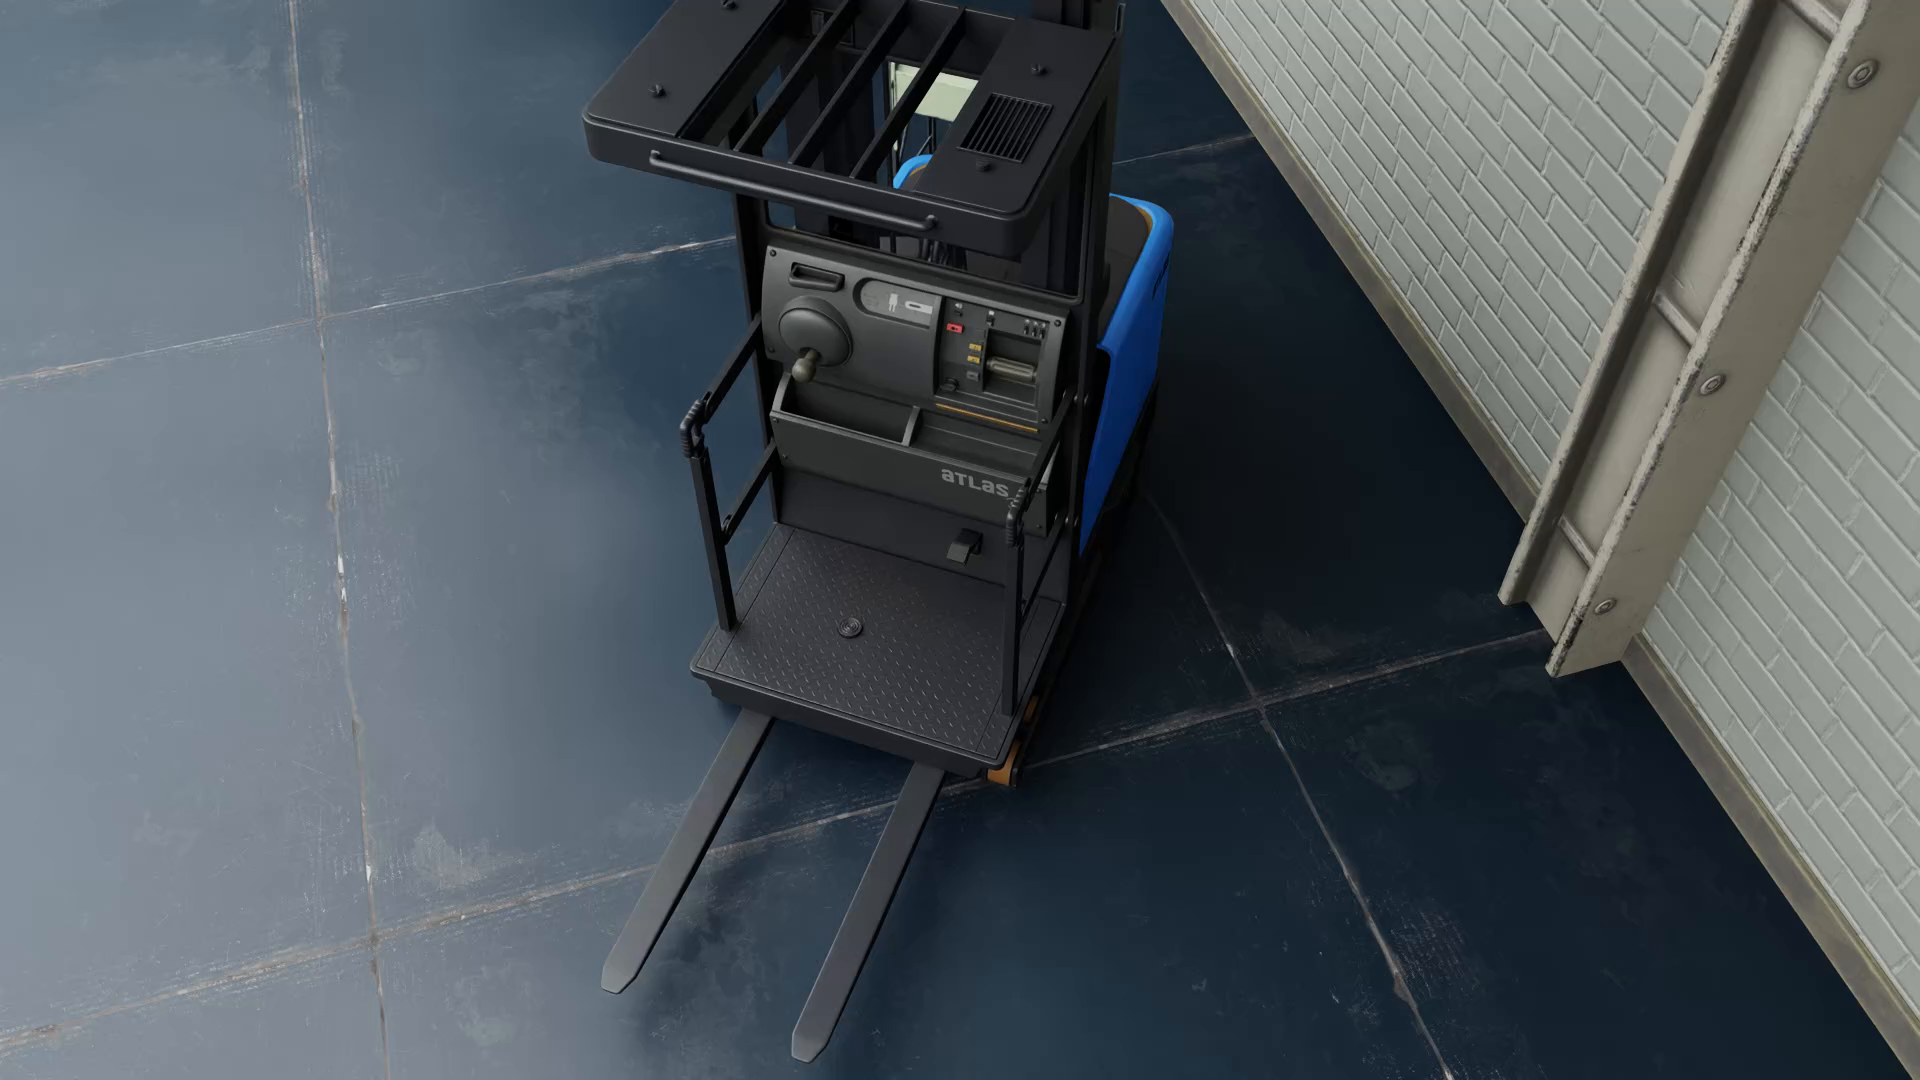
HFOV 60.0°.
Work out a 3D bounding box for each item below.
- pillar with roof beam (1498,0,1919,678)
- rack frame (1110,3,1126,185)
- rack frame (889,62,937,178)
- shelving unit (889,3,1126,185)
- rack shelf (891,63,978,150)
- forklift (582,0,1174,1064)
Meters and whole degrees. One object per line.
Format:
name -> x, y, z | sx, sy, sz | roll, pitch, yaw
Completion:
pillar with roof beam -> -1.943, -1.621, 1.731 | 9.100, 9.000, 0.400 | -13, 51, -11
rack frame -> 0.505, -1.275, 6.344 | 0.023, 1.500, 0.400 | 17, 52, 14
rack frame -> -0.176, -1.481, 6.518 | 0.023, 1.500, 0.400 | 17, 52, 14
shelving unit -> 0.164, -1.378, 6.431 | 0.755, 1.500, 0.431 | 17, 52, 14
rack shelf -> 0.164, -1.630, 6.132 | 0.720, 0.370, 0.431 | 17, 52, 14
forklift -> -0.217, -0.492, 4.748 | 1.130, 2.935, 3.031 | 16, 52, 13
